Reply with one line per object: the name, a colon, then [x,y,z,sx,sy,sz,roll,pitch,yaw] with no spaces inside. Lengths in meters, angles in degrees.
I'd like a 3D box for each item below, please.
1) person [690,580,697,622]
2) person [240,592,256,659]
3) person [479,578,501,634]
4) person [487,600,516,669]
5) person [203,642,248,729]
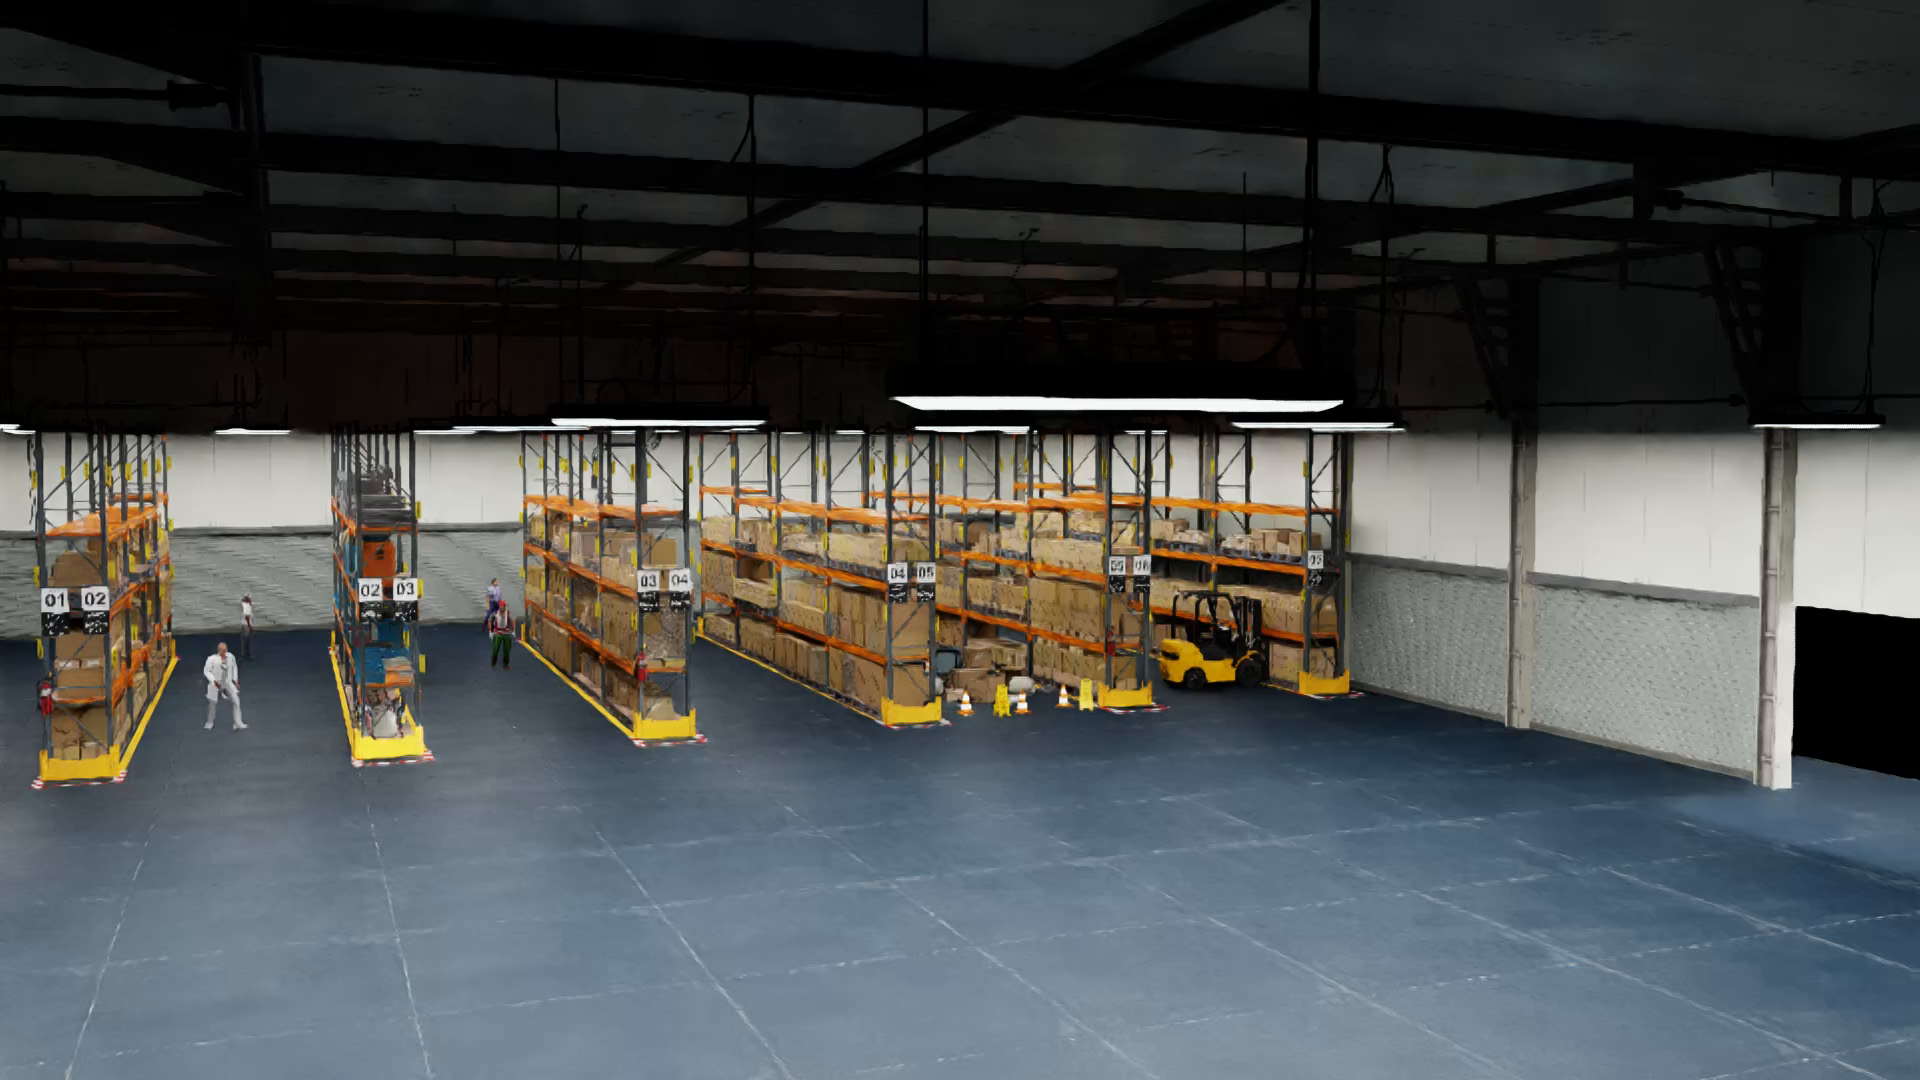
person: [-8.317,1.766,50.539,0.531,1.600,0.944,0,4,-1]
person: [-18.356,2.195,42.817,0.374,1.682,0.604,-2,4,-24]
person: [-13.571,1.902,48.040,0.504,1.640,0.650,2,4,27]
person: [-11.235,2.316,40.744,0.661,1.742,0.552,-2,4,-24]
person: [-14.393,2.827,32.425,0.724,1.713,0.885,-3,5,-39]
